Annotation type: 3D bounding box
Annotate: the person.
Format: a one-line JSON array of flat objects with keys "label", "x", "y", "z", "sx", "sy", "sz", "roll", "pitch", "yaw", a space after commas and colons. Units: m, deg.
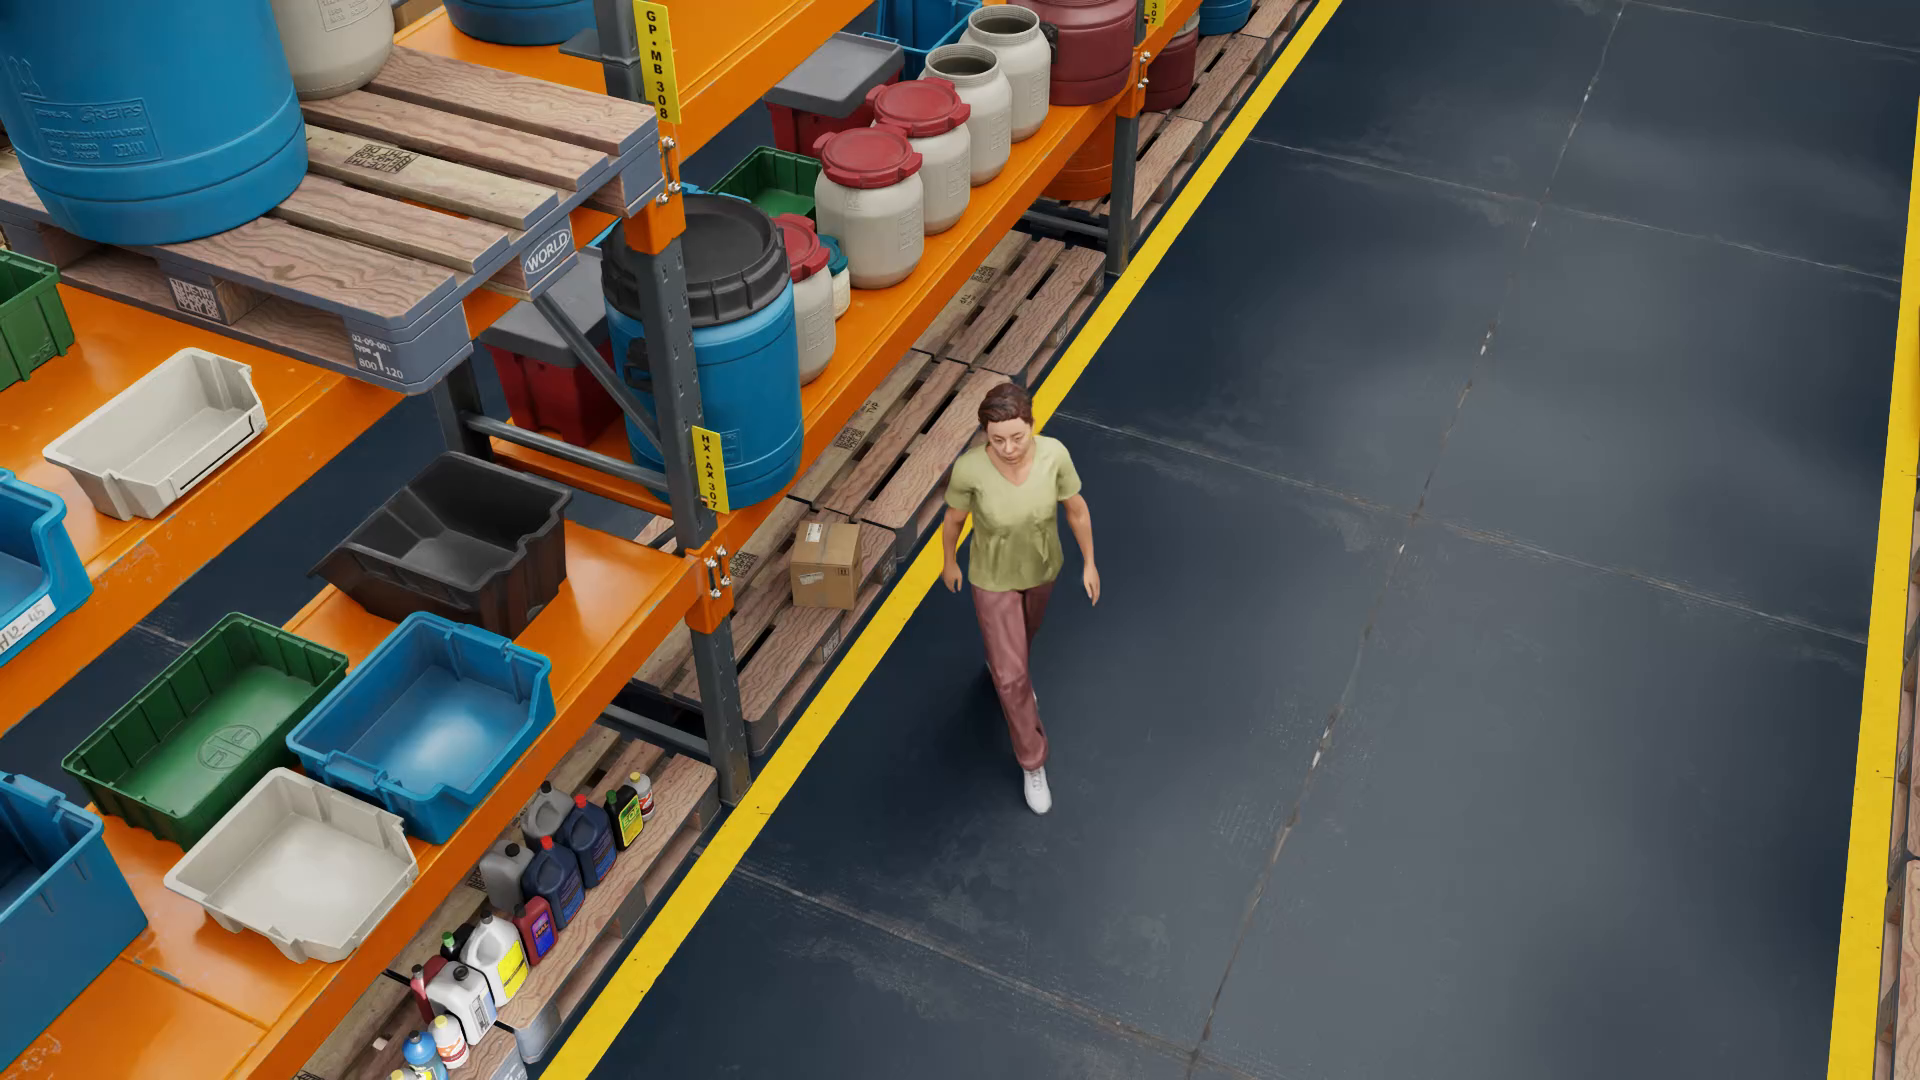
[{"label": "person", "x": 0.241, "y": 0.156, "z": 5.992, "sx": 0.511, "sy": 1.674, "sz": 0.793, "roll": -14, "pitch": 44, "yaw": -15}]
